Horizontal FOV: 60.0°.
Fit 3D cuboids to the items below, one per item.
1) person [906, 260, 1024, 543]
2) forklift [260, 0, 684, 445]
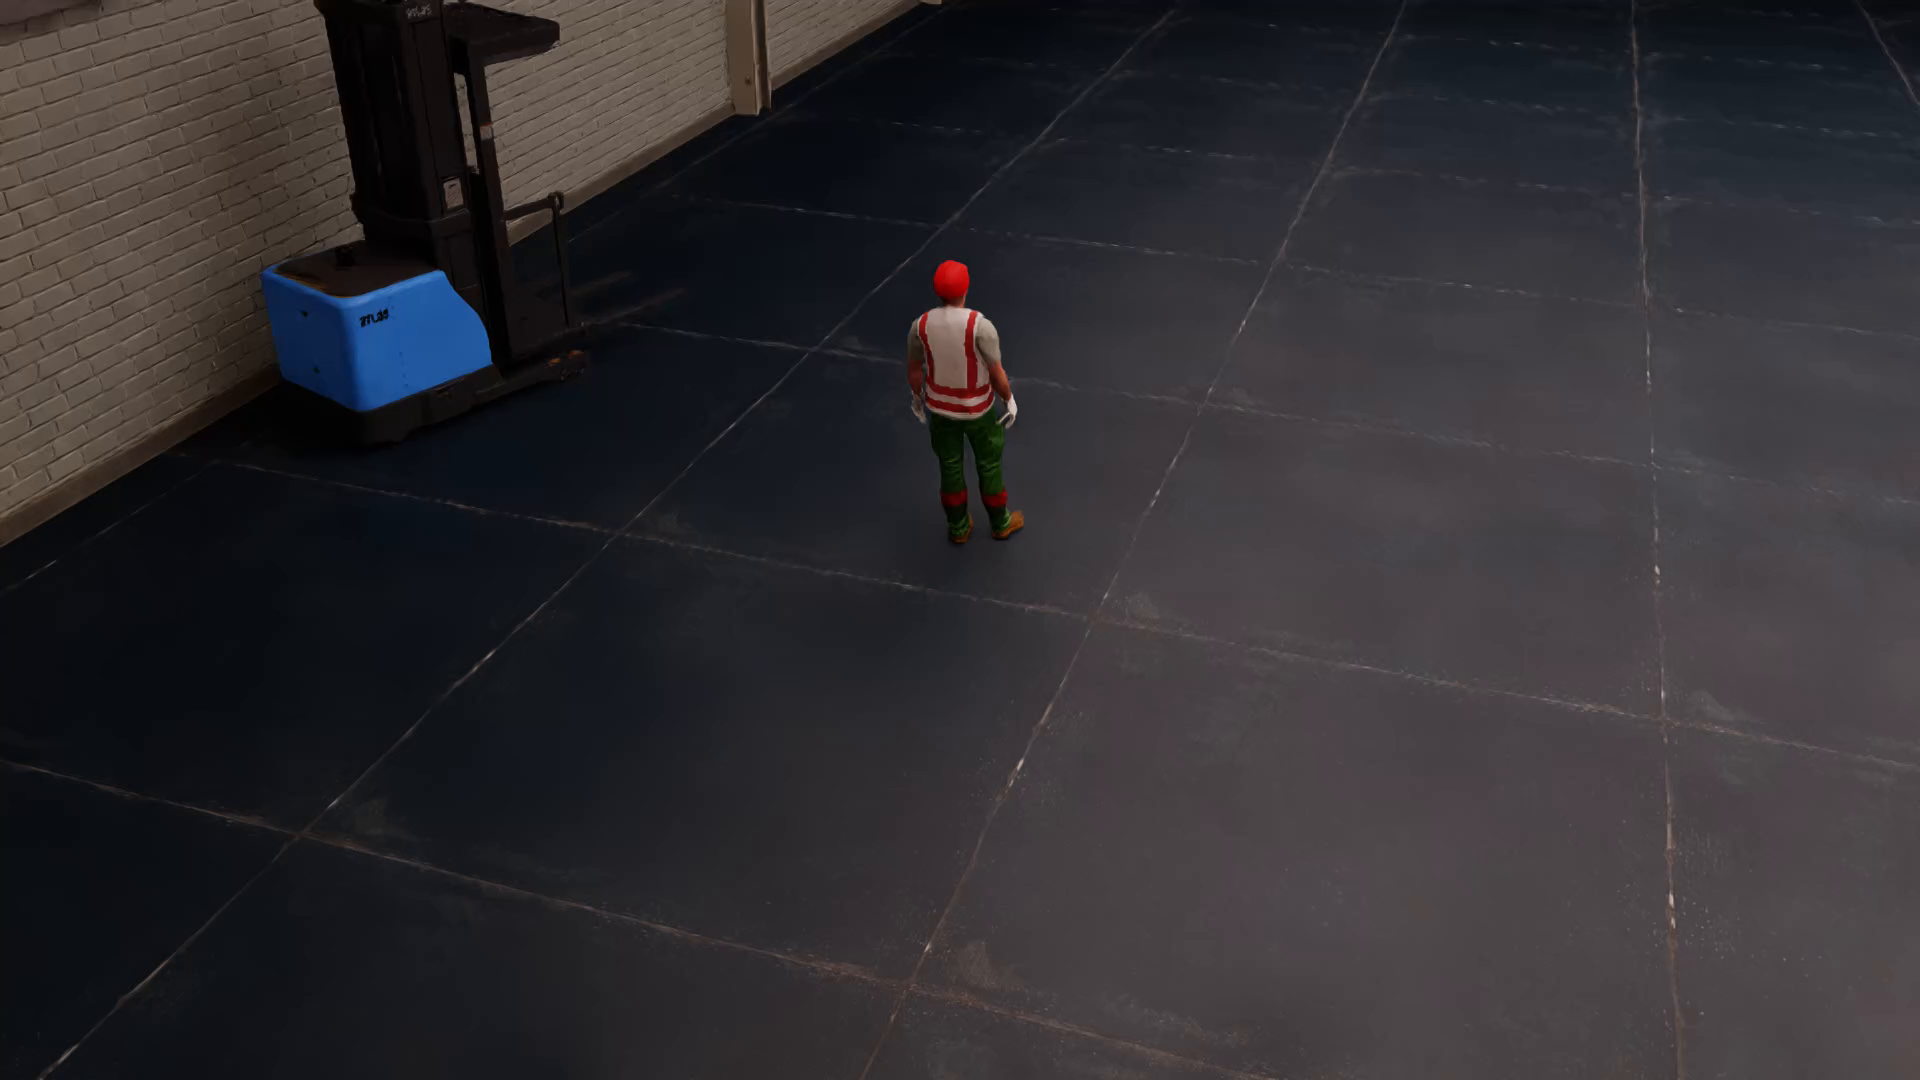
[{"bbox_3d":[0.036,-0.819,9.712,0.637,1.787,0.563,10,31,16],"label":"person"},{"bbox_3d":[-3.382,-2.569,11.642,1.130,2.935,3.031,22,36,33],"label":"forklift"}]
